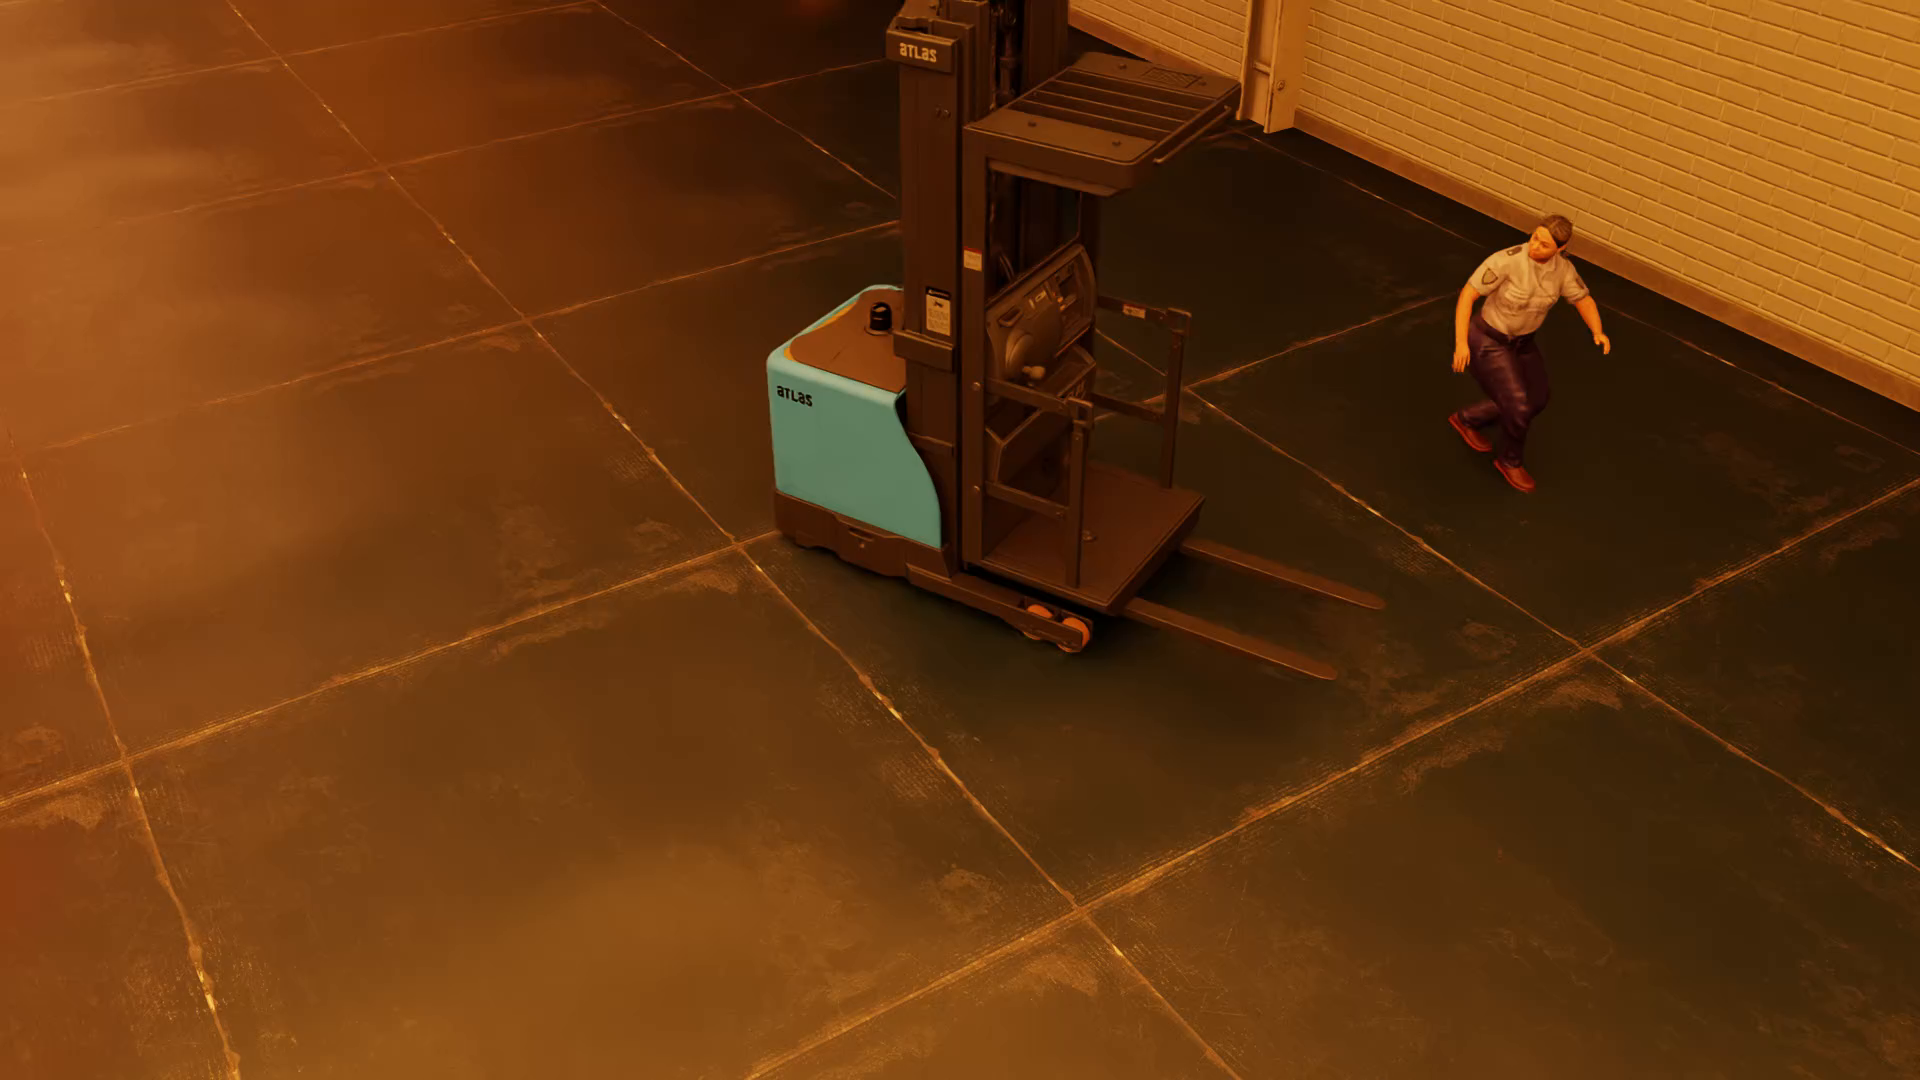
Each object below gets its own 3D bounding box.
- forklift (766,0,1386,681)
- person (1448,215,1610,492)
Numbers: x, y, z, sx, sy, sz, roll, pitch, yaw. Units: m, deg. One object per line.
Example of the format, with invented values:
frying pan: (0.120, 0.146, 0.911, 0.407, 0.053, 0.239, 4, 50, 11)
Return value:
forklift: (0.556, -1.011, 7.586, 3.031, 2.935, 1.130, 20, 40, 25)
person: (2.950, -0.979, 8.777, 0.817, 1.524, 0.795, -20, 40, -26)
